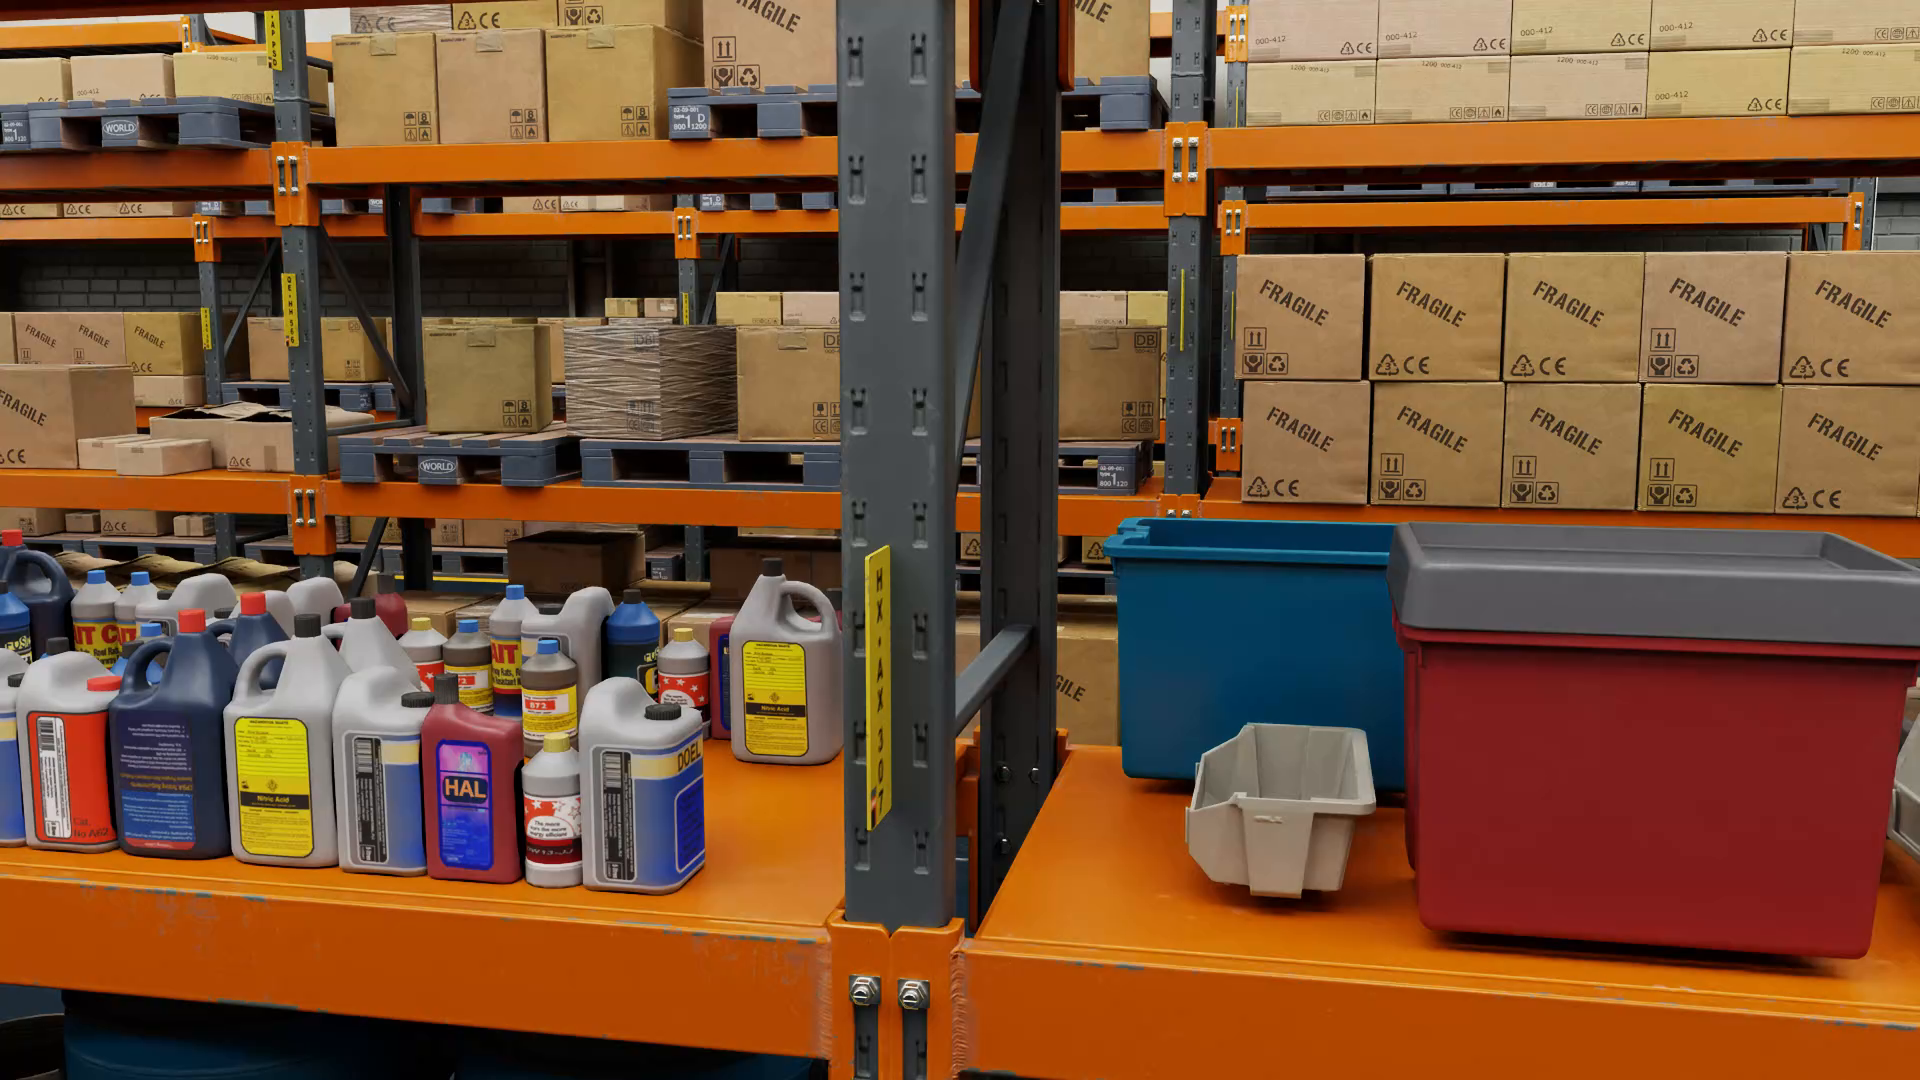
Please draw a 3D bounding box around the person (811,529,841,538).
[{"bbox_3d":[-0.604,0.192,9.991,0.483,1.041,0.952,1,8,8],"label":"person"}]
